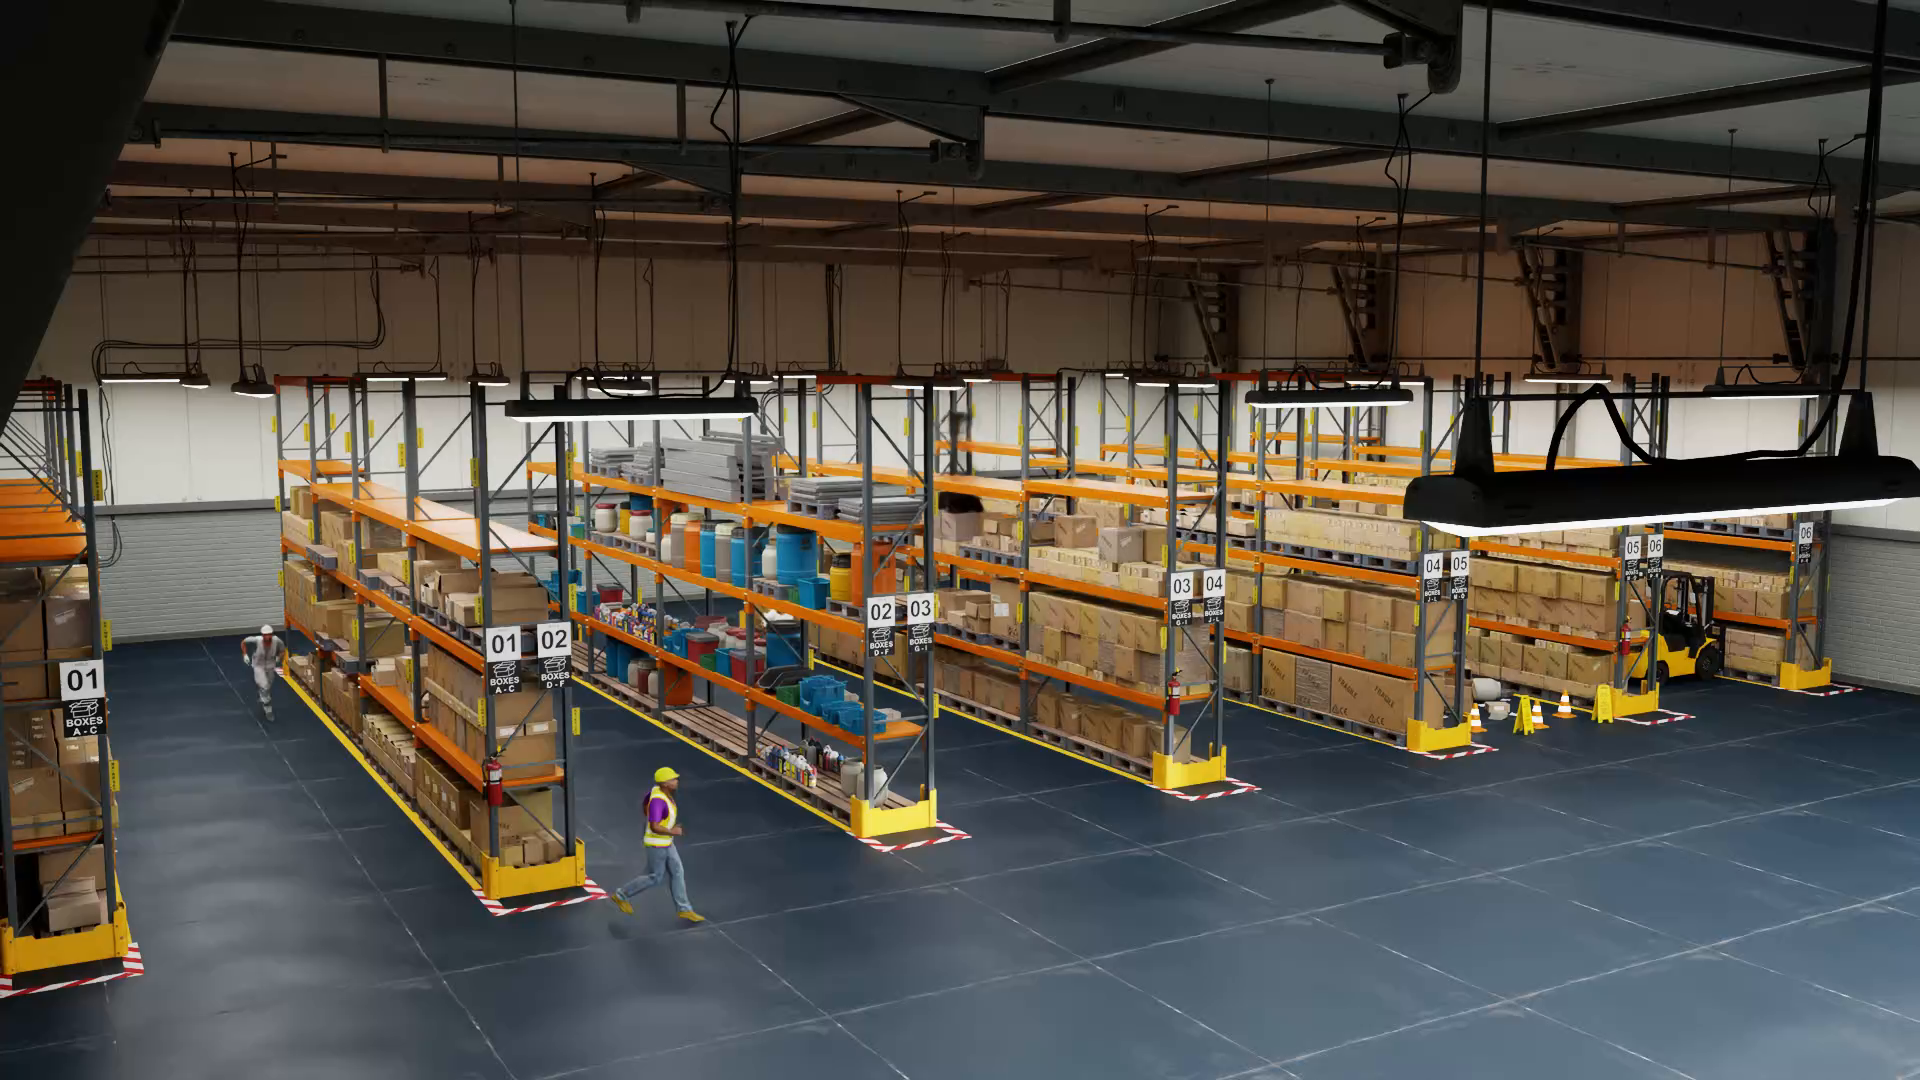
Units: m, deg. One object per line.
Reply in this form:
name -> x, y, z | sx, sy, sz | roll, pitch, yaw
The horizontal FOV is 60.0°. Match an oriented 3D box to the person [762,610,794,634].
person -> -3.279, 1.858, 30.565 | 0.703, 1.710, 0.551 | -4, 8, -35

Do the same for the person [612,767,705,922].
person -> -3.392, 3.418, 18.649 | 1.028, 1.761, 0.726 | 0, 6, -3

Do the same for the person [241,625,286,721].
person -> -12.290, 2.310, 29.343 | 0.706, 1.731, 1.053 | -4, 7, -33
